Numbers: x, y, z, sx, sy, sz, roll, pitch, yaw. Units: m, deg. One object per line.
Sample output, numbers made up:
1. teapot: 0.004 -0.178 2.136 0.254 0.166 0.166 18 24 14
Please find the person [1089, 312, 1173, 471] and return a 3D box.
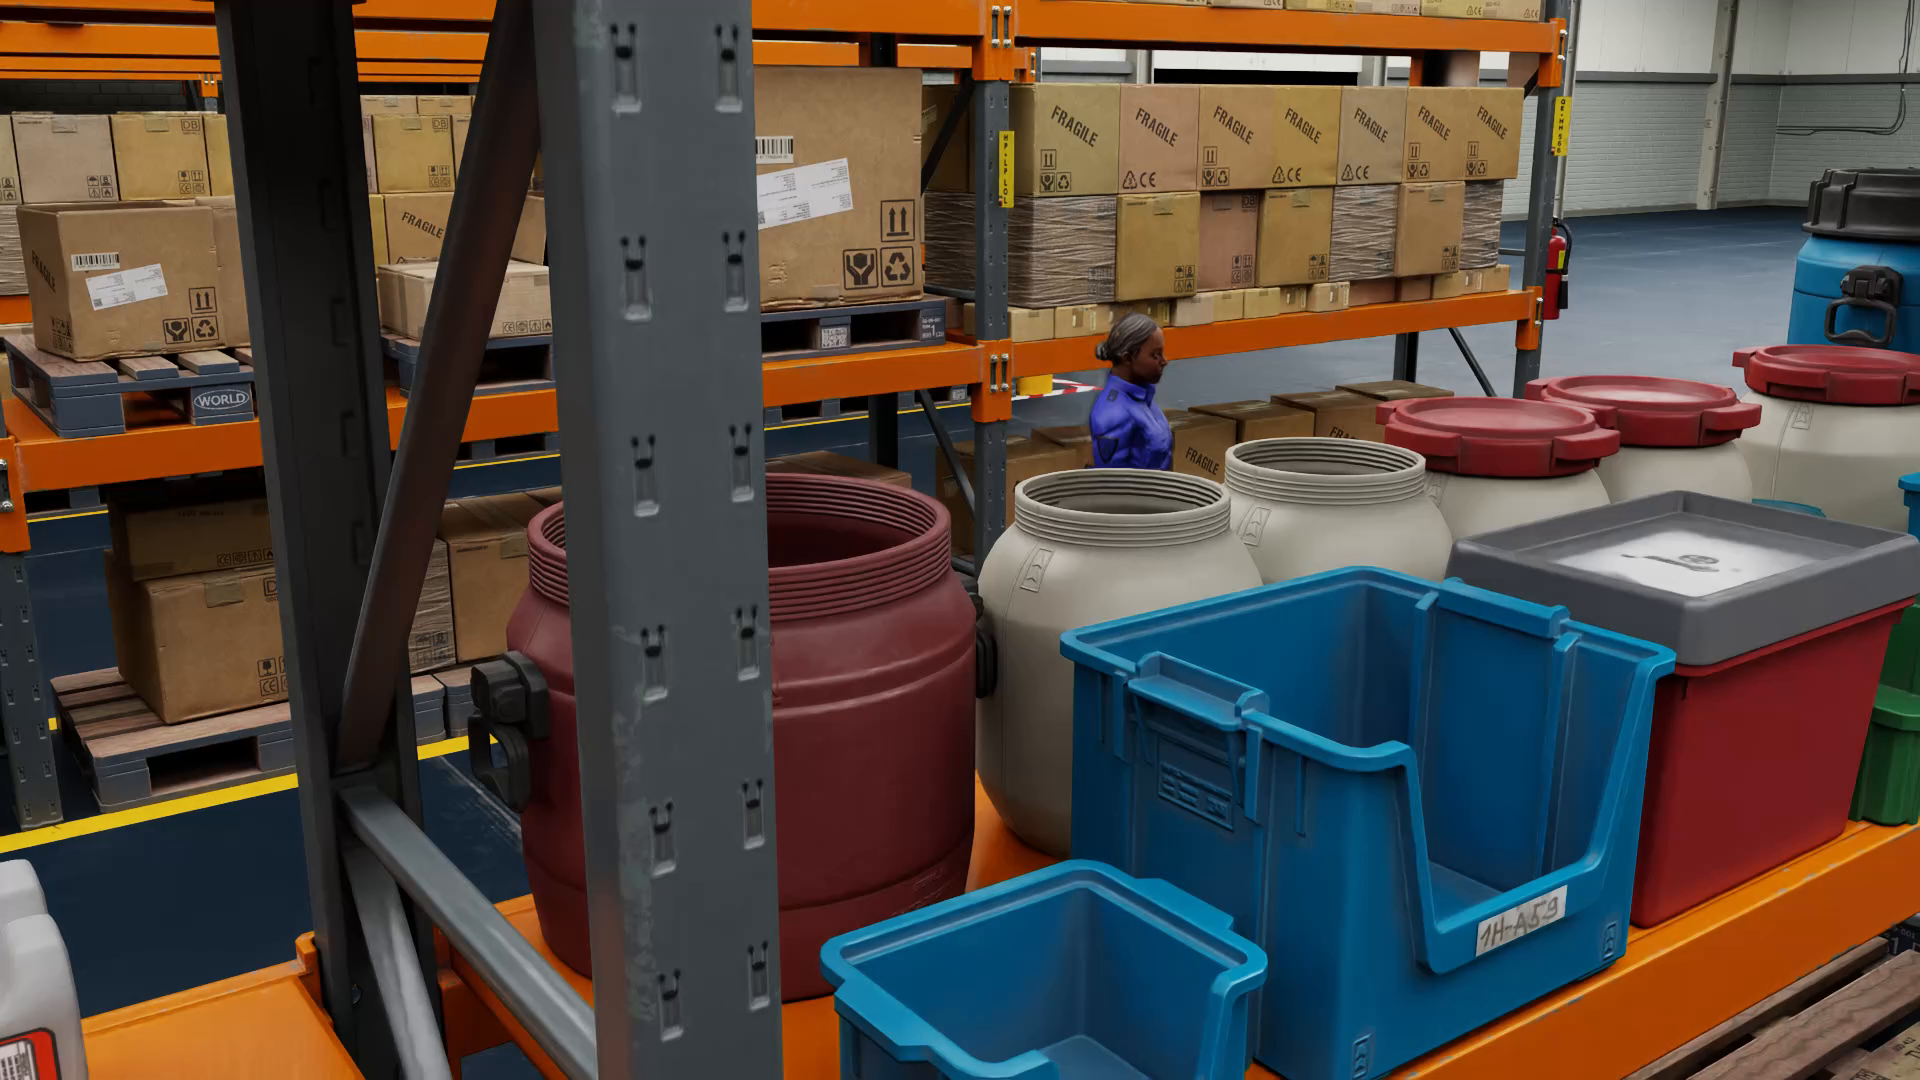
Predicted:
1. person: 0.665 0.058 5.840 0.469 1.711 0.464 5 16 20
